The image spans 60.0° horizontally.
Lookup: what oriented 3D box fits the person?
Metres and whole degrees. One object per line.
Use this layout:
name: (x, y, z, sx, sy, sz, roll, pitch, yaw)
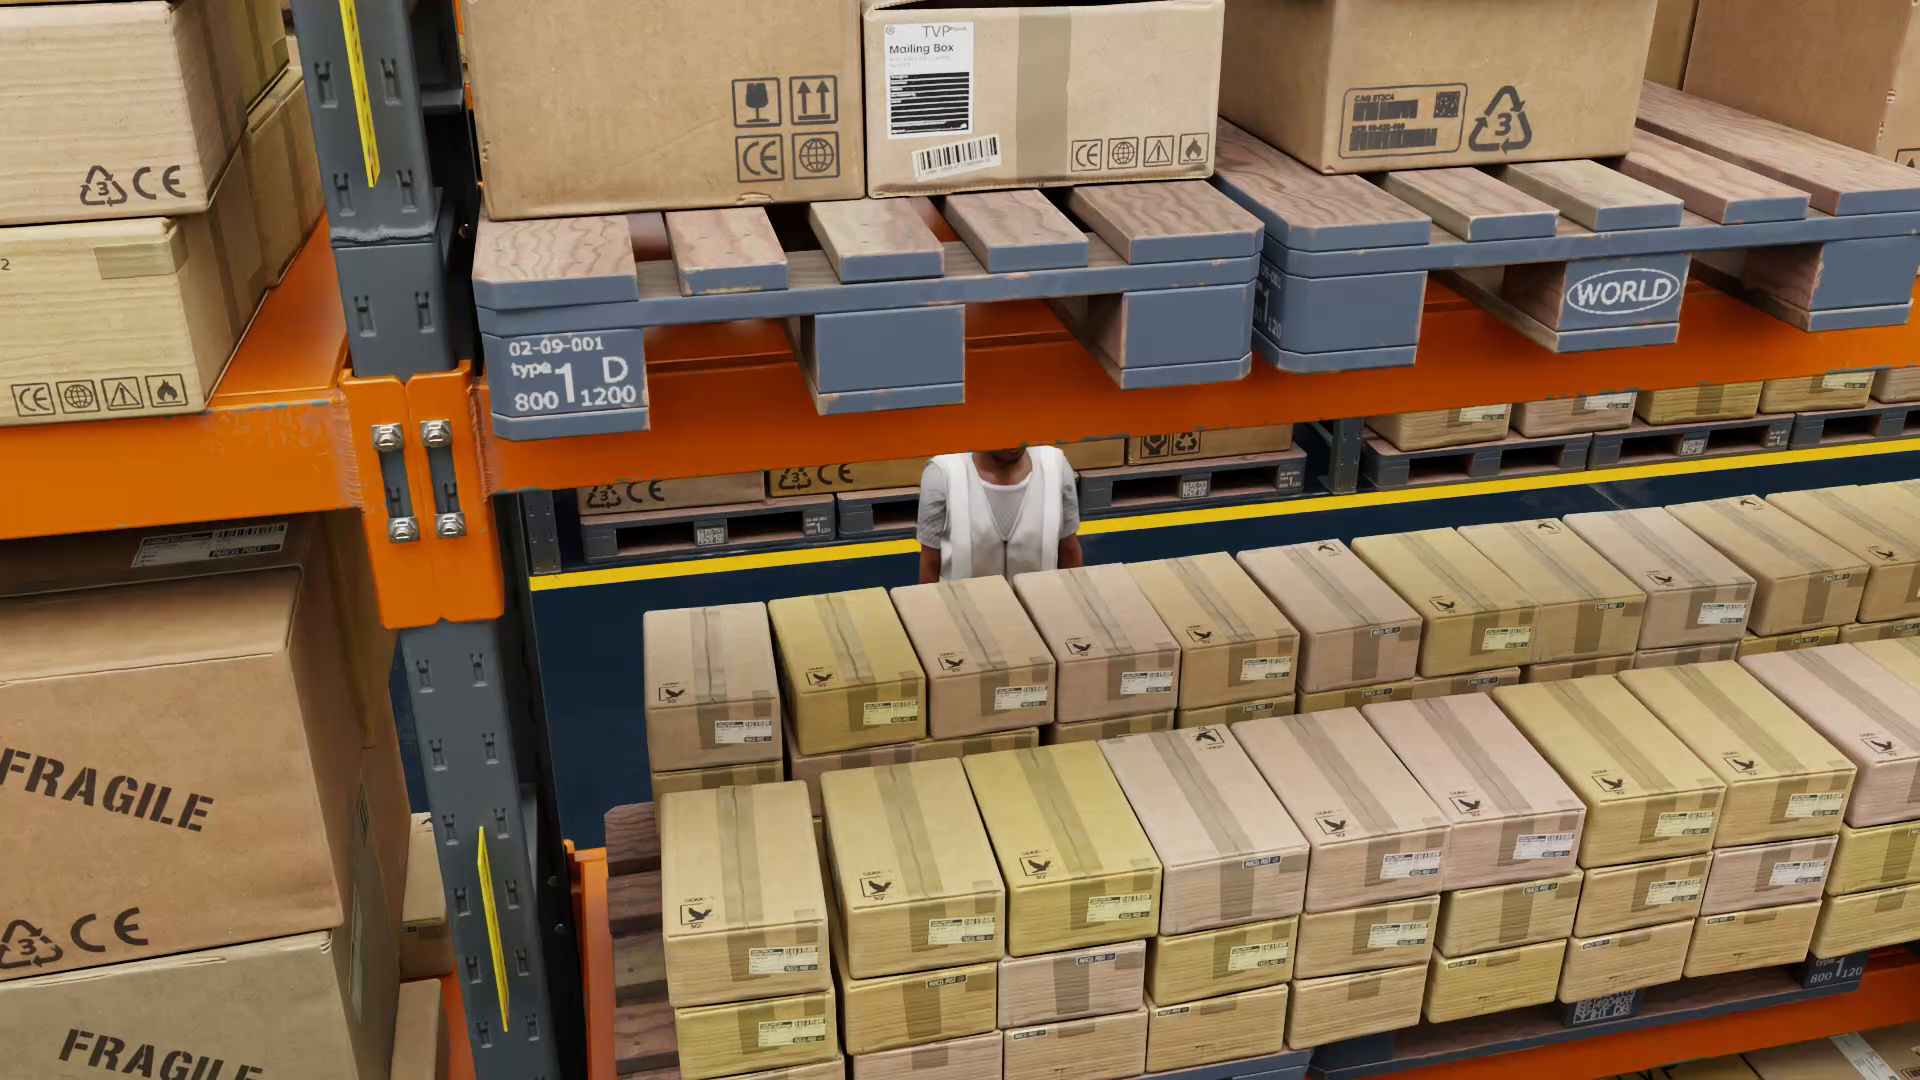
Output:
person: (0.138, 0.287, 5.521, 0.547, 1.791, 0.358, -5, 27, -10)
